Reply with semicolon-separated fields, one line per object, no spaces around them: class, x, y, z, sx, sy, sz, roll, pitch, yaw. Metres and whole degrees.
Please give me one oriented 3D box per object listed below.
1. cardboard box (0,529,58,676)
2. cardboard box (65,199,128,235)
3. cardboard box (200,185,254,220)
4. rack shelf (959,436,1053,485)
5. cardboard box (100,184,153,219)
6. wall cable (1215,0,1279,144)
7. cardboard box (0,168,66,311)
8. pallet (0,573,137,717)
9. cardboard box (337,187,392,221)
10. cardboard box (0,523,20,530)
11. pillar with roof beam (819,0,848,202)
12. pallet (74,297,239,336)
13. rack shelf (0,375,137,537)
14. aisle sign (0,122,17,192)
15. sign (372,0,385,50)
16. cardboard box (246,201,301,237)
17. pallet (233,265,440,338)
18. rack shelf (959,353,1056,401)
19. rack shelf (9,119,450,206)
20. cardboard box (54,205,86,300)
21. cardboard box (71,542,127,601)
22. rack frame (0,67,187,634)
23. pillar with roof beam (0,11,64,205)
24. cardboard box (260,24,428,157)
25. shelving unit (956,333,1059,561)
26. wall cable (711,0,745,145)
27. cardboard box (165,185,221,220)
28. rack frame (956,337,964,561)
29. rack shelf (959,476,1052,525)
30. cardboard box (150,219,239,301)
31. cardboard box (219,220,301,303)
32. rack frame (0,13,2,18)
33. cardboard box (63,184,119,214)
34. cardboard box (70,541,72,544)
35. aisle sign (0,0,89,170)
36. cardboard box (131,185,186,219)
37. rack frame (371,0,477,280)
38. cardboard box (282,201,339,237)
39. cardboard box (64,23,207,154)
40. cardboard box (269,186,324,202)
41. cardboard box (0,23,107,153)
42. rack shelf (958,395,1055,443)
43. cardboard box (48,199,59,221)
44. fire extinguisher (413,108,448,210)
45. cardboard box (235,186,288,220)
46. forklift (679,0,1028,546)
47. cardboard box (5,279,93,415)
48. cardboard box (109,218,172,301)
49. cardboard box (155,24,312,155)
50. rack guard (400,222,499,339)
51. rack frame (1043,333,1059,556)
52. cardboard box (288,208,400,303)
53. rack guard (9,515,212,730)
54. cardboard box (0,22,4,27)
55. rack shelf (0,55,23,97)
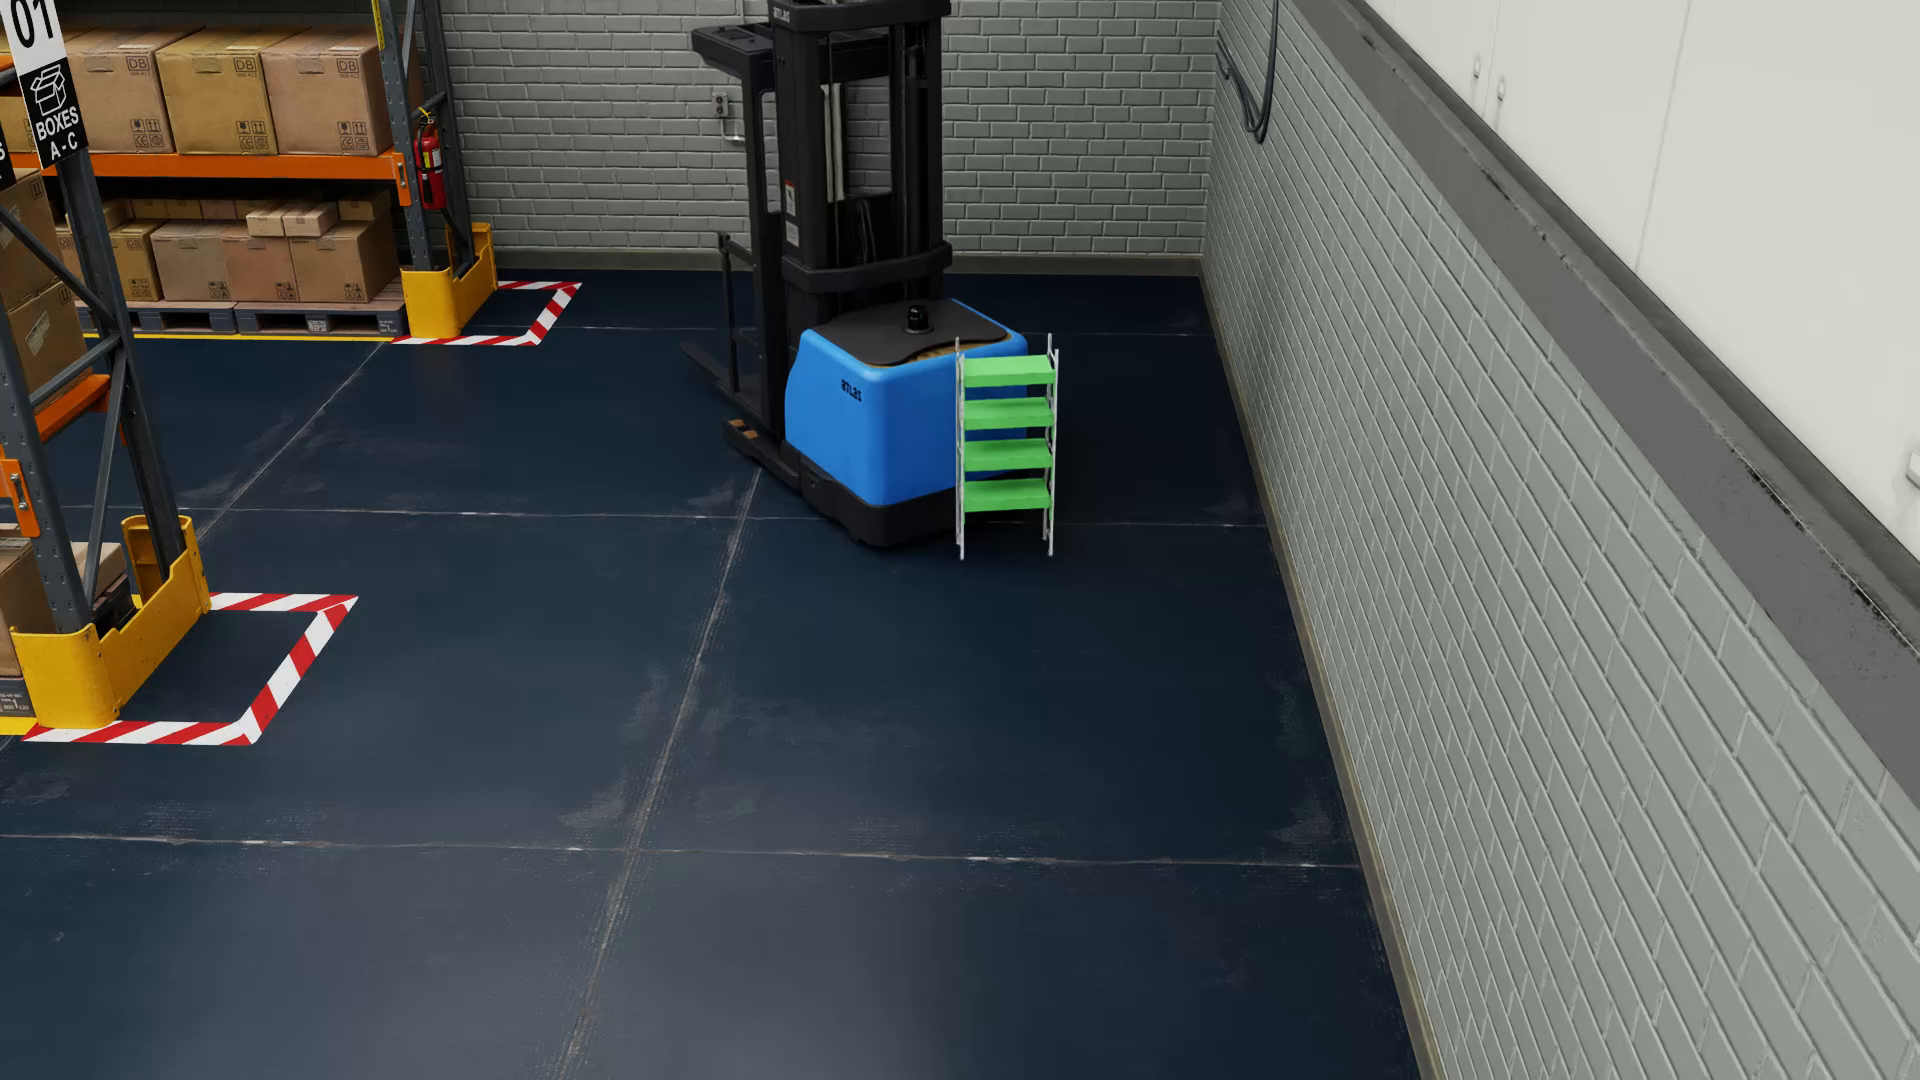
cardboard box;-4.534;0.284;7.711;0.500;0.500;0.500;1;28;2
cardboard box;-6.207;-2.325;11.962;0.250;0.149;0.380;0;28;0
cardboard box;-5.393;-2.492;12.276;0.250;0.149;0.380;1;28;3
rack shelf;0.242;-0.429;8.915;0.480;0.148;0.258;-3;28;-6
cardboard box;-6.160;-2.504;12.299;0.250;0.149;0.380;1;28;2
wall cable;1.829;-4.069;10.634;0.112;2.526;3.097;1;28;2
cardboard box;-4.416;-1.349;7.419;0.500;0.500;0.500;2;28;3
pallet;-4.855;0.486;8.109;1.213;0.211;1.003;1;28;2
cardboard box;-4.382;-2.475;12.245;0.250;0.149;0.380;1;28;2
cardboard box;-5.015;0.138;8.253;0.500;0.250;0.500;1;28;2
pillar with roof beam;-1.234;-4.047;7.277;0.400;9.000;9.100;1;28;2
pallet;-5.829;-1.817;12.453;1.213;0.211;1.003;1;28;2
rack shelf;-5.981;-0.448;7.660;4.000;0.370;1.077;1;28;2
aisle sign;-3.925;-1.737;6.548;0.004;0.787;0.394;1;28;2
sign;-3.844;-3.414;10.998;0.005;0.325;0.100;1;28;2
cardboard box;-4.904;-2.305;11.923;0.250;0.149;0.380;2;28;3
pallet;-4.613;-1.796;12.413;1.213;0.211;1.003;1;28;2
rack shelf;0.242;-0.853;8.690;0.480;0.148;0.258;-3;28;-6
rack shelf;-5.810;-2.767;12.034;4.000;0.370;1.077;1;28;2
cardboard box;-6.563;-2.128;12.283;0.500;0.500;0.700;1;28;1
cardboard box;-4.389;0.165;8.311;0.250;0.149;0.380;1;28;2
rack frame;-3.982;-0.733;7.429;0.127;3.000;1.000;1;28;2
pillar with roof beam;-7.230;-4.146;7.464;0.400;9.000;9.100;1;28;2
cardboard box;-4.321;-3.188;11.740;0.700;0.700;0.980;2;28;4
shelving unit;0.242;-0.486;8.885;0.503;1.200;0.258;-3;28;-6
wall cable;-2.498;-3.922;12.361;1.851;1.984;0.084;1;28;2
cardboard box;-5.649;-2.496;12.283;0.250;0.149;0.380;1;28;2
rack frame;0.000;-0.472;8.860;0.015;1.200;0.240;-3;28;-6
rack shelf;0.242;-0.217;9.027;0.480;0.148;0.258;-3;28;-6
cardboard box;-5.517;-2.114;12.255;0.500;0.500;0.700;0;28;0
cardboard box;-5.014;-2.106;12.240;0.500;0.500;0.700;1;28;2
rack frame;-3.982;-3.383;6.024;0.127;3.000;1.000;1;28;2
cardboard box;-6.413;-2.508;12.307;0.250;0.149;0.380;0;28;0
cardboard box;-4.638;0.153;8.314;0.250;0.166;0.380;1;28;2
aisle sign;-3.904;-2.018;7.078;0.004;0.787;0.394;1;28;2
cardboard box;-5.902;-2.500;12.291;0.250;0.149;0.380;0;28;1
rack frame;-3.811;-3.051;11.804;0.127;3.000;1.000;1;28;2
cardboard box;-4.649;-2.301;11.915;0.250;0.149;0.380;1;28;1
cardboard box;-5.810;-3.211;11.785;0.700;0.700;0.980;0;28;-1
cardboard box;-4.889;-2.483;12.260;0.250;0.149;0.380;1;28;2
cardboard box;-6.538;-3.219;11.799;0.700;0.700;0.980;0;28;0
rack shelf;0.242;-0.641;8.802;0.480;0.148;0.258;-3;28;-6
cardboard box;-6.729;-2.334;11.978;0.250;0.149;0.380;2;28;4
fire extinguisher;-3.677;-2.634;11.497;0.183;0.674;0.296;1;28;2
cardboard box;-5.139;-2.488;12.268;0.250;0.149;0.380;1;28;2
forklift;-0.822;-1.908;9.720;1.130;2.935;3.031;-16;32;-28
cardboard box;-4.416;-0.908;7.653;0.500;0.500;0.500;2;28;3
cardboard box;-6.050;-2.119;12.265;0.500;0.500;0.700;2;28;3
cardboard box;-5.049;-3.194;11.753;0.700;0.700;0.980;1;28;1
rack guard;-3.787;-1.947;12.388;0.348;0.500;1.175;1;28;2
rack frame;0.484;-0.499;8.910;0.015;1.200;0.240;-3;28;-6
cardboard box;-4.514;-2.097;12.224;0.500;0.500;0.700;1;28;2
rack guard;-4.058;0.371;8.017;0.348;0.500;1.175;1;28;2
cardboard box;-7.267;-3.233;11.827;0.700;0.700;0.980;1;28;3
rack shelf;-5.981;-1.773;6.958;4.000;0.370;1.077;1;28;2
